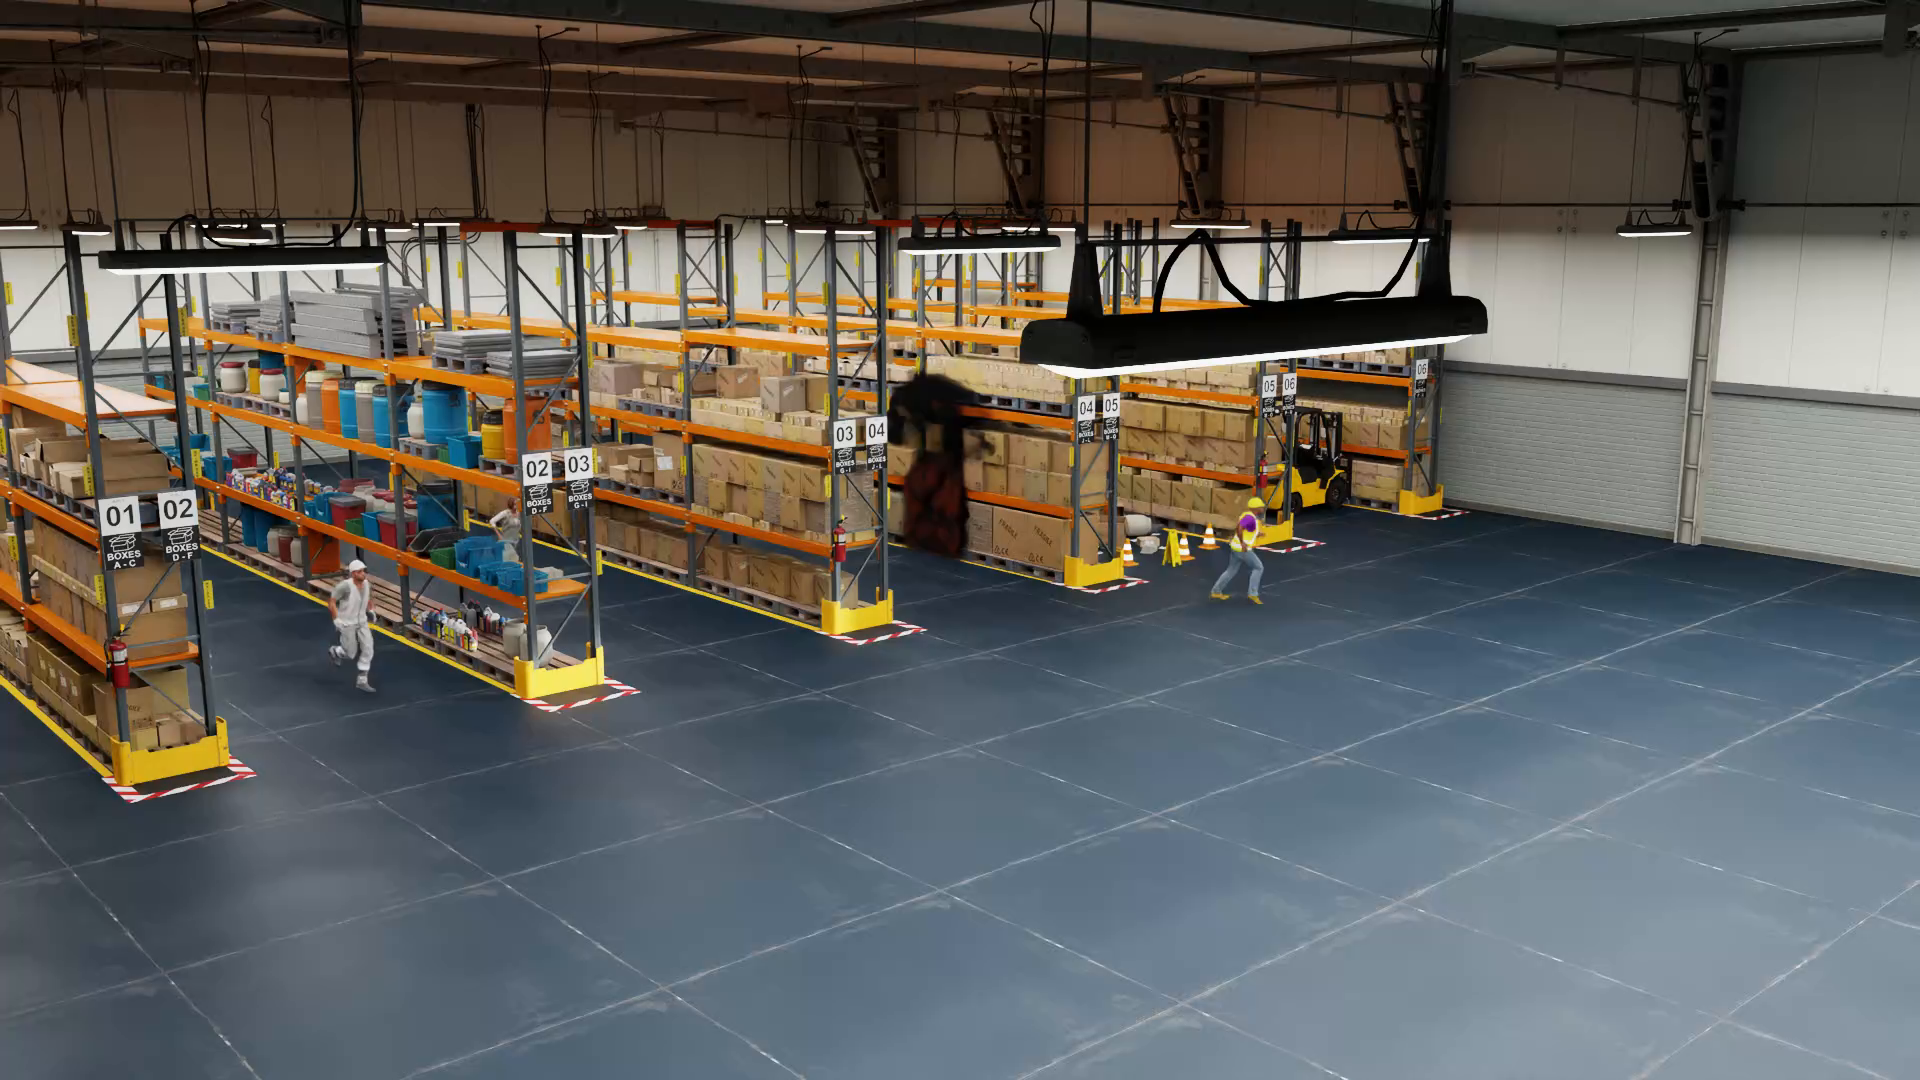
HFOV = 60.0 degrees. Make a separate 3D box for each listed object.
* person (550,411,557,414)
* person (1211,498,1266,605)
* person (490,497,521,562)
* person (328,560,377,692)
[{"bbox_3d":[-9.432,-2.195,38.655,0.624,1.624,0.748,-6,13,-29],"label":"person"},{"bbox_3d":[4.495,0.193,26.653,0.900,1.759,0.714,0,11,-2],"label":"person"},{"bbox_3d":[-7.519,0.056,27.619,0.805,1.602,0.549,7,13,32],"label":"person"},{"bbox_3d":[-8.086,1.114,22.066,0.851,1.759,0.673,7,14,33],"label":"person"}]
